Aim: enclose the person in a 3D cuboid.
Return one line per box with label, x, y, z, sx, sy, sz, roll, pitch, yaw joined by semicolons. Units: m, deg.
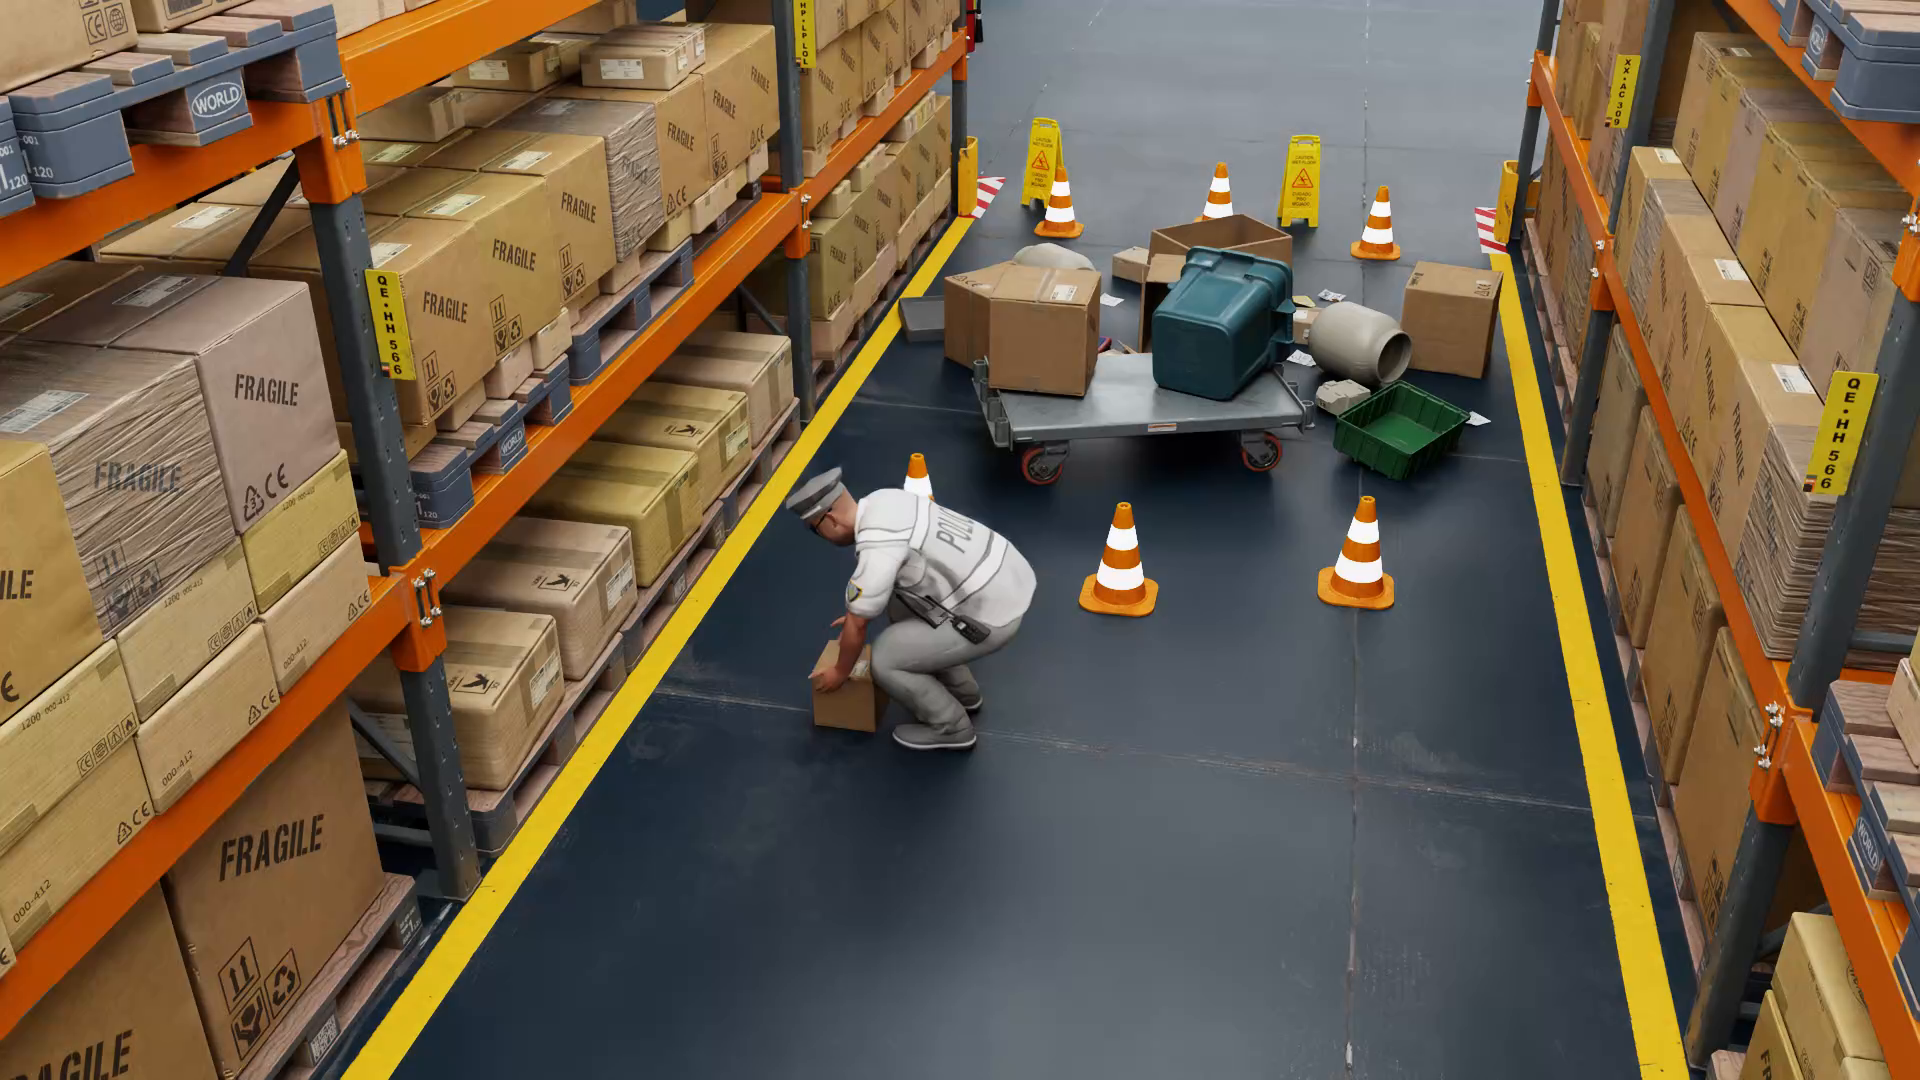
person;-0.187;0.252;6.340;0.928;1.100;0.568;6;29;11
